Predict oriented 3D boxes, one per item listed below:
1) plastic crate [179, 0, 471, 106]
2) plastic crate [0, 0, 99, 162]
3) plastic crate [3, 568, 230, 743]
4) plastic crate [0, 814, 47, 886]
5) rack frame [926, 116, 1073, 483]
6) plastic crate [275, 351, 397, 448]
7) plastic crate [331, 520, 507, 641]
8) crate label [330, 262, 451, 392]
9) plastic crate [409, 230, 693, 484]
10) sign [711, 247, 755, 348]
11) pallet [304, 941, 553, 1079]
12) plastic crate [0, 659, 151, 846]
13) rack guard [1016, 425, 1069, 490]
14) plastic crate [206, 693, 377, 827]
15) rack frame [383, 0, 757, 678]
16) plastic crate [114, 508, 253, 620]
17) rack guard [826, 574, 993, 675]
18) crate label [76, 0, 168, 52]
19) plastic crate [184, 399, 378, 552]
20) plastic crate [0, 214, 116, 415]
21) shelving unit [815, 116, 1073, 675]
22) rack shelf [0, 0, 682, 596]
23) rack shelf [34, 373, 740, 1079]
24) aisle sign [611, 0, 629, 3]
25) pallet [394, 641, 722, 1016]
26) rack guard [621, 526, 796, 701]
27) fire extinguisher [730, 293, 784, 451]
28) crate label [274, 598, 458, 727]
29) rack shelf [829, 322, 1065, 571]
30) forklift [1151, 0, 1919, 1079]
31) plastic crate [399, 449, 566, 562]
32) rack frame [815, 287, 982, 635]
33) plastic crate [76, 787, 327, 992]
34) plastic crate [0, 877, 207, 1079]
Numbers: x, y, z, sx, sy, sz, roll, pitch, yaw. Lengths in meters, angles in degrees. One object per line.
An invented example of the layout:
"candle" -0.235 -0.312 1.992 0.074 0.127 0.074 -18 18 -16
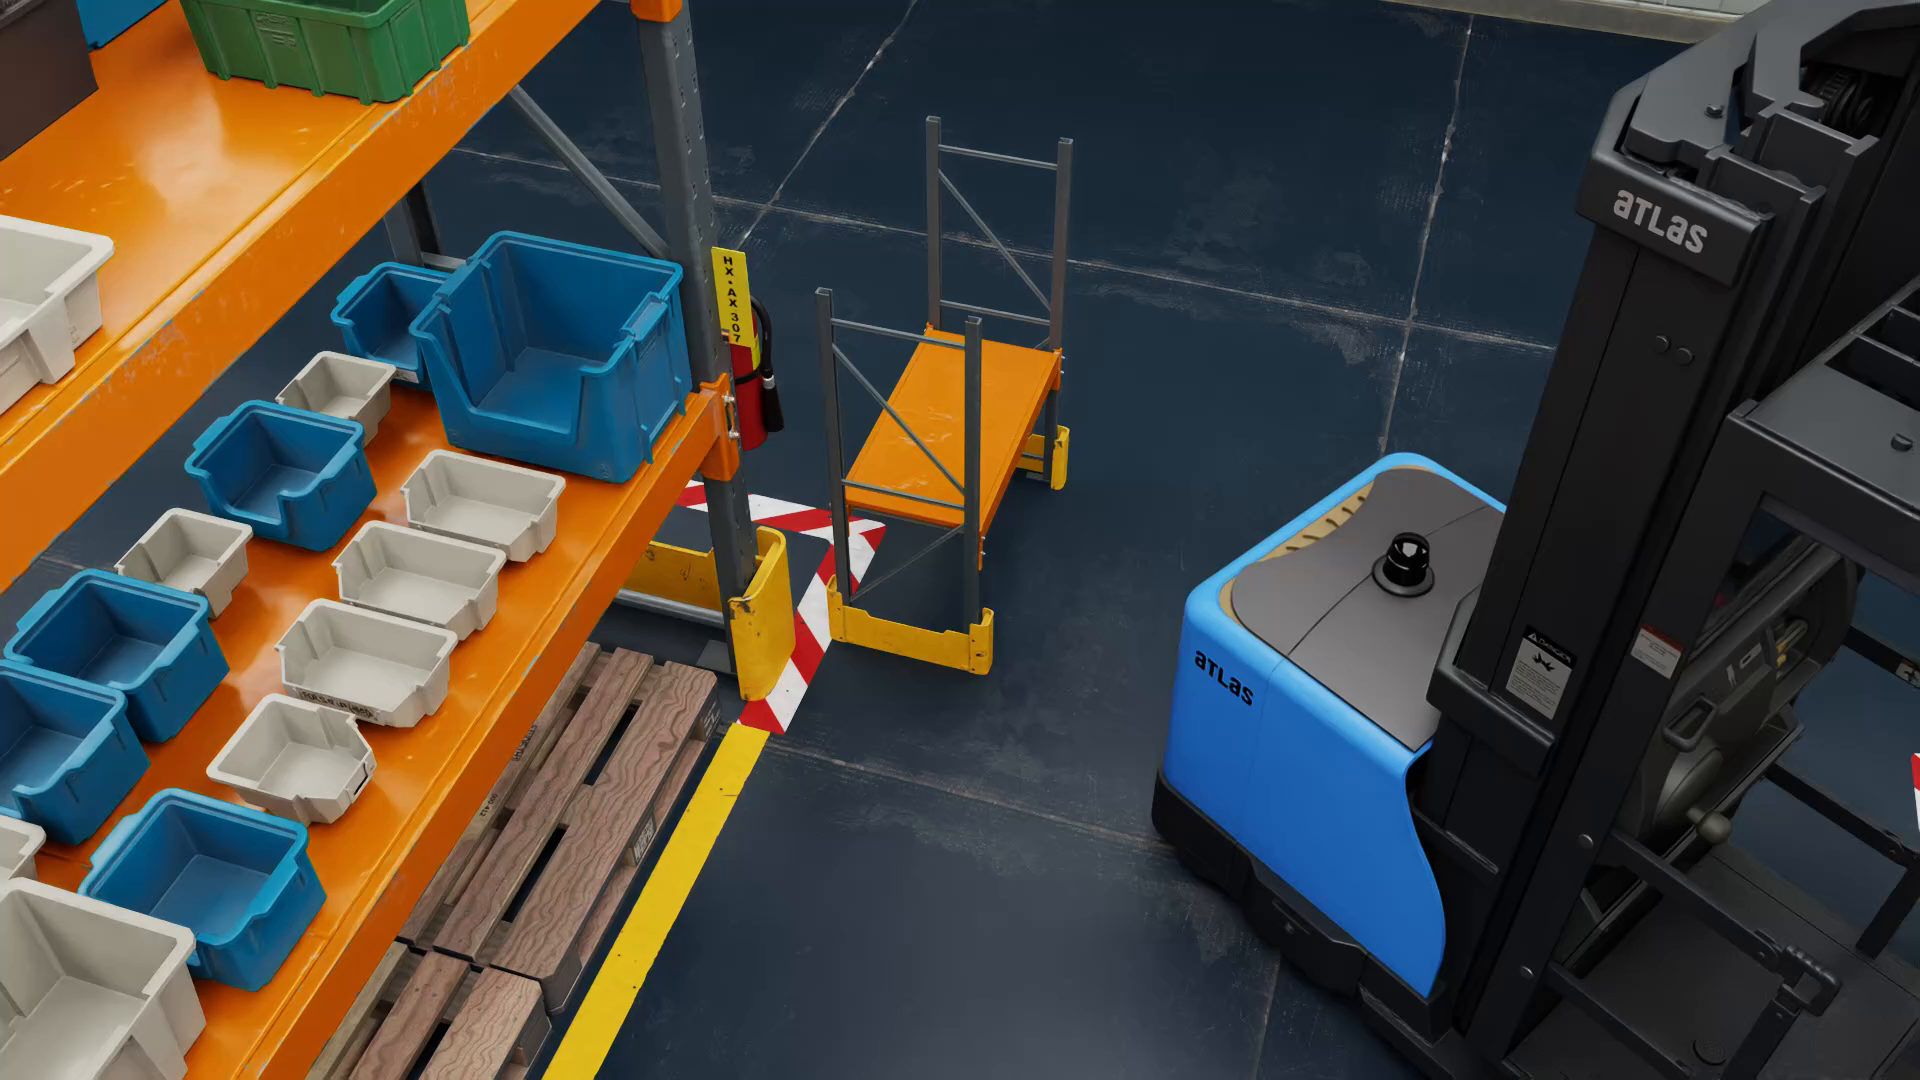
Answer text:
"plastic crate" -1.194 -1.006 3.141 0.450 0.188 0.336 13 46 13
"plastic crate" -1.892 -0.818 2.841 0.504 0.338 0.767 13 46 13
"plastic crate" -1.954 0.283 3.893 0.416 0.233 0.300 13 46 13
"plastic crate" -2.138 0.787 3.447 0.293 0.136 0.466 13 46 13
"rack frame" 0.128 -0.818 6.014 0.500 1.500 0.032 13 46 12
"plastic crate" -1.732 -0.364 4.623 0.250 0.136 0.298 13 46 13
"plastic crate" -1.343 0.117 4.132 0.396 0.136 0.243 13 46 13
"crate label" -1.556 -0.595 4.790 0.416 0.233 0.303 13 46 13
"plastic crate" -1.091 -0.499 4.547 0.616 0.435 0.499 13 46 13
"sign" -0.638 -0.681 4.684 0.100 0.325 0.005 13 46 13
"pallet" -1.825 1.621 4.443 1.003 0.211 1.213 13 46 13
"plastic crate" -2.045 0.483 3.689 0.416 0.233 0.300 13 46 13
"rack guard" 0.128 -0.371 6.450 0.587 0.250 0.087 13 46 12
"plastic crate" -1.476 0.509 3.731 0.298 0.136 0.250 13 46 13
"rack frame" -1.167 -0.728 4.849 1.000 3.000 0.127 13 46 13
"plastic crate" -1.937 0.088 4.161 0.250 0.136 0.298 13 46 13
"rack guard" -0.174 0.293 5.771 0.587 0.250 0.087 13 46 12
"crate label" -1.755 -1.200 3.294 0.408 0.251 0.502 13 46 13
"plastic crate" -1.755 -0.156 4.342 0.416 0.233 0.300 13 46 13
"plastic crate" -1.556 -0.276 2.431 0.437 0.136 0.530 13 46 13
"shelving unit" -0.023 -0.485 5.673 0.587 1.500 1.083 13 46 12
"rack shelf" -1.773 -0.210 2.689 1.077 0.370 4.000 13 46 13
"rack shelf" -1.773 0.862 3.739 1.077 0.370 4.000 13 46 13
"aisle sign" -0.866 -1.643 3.926 0.394 0.787 0.004 13 46 13
"pallet" -1.454 0.810 5.271 1.003 0.211 1.213 13 46 13
"rack guard" -1.172 0.147 5.743 1.175 0.500 0.348 13 46 13
"fire extinguisher" -0.688 -0.571 5.011 0.296 0.674 0.183 13 46 13
"crate label" -1.404 0.308 3.937 0.396 0.136 0.243 13 46 13
"rack shelf" -0.026 -0.351 5.793 0.538 0.185 1.000 13 46 12
"forklift" 1.953 0.427 3.717 1.130 2.935 3.031 -31 52 -28
"plastic crate" -1.242 -0.073 4.326 0.396 0.136 0.243 13 46 13
"rack frame" -0.180 -0.140 5.321 0.500 1.500 0.032 13 46 12
"plastic crate" -1.545 0.734 3.432 0.416 0.233 0.300 13 46 13
"plastic crate" -1.741 0.980 3.145 0.437 0.282 0.530 13 46 13
